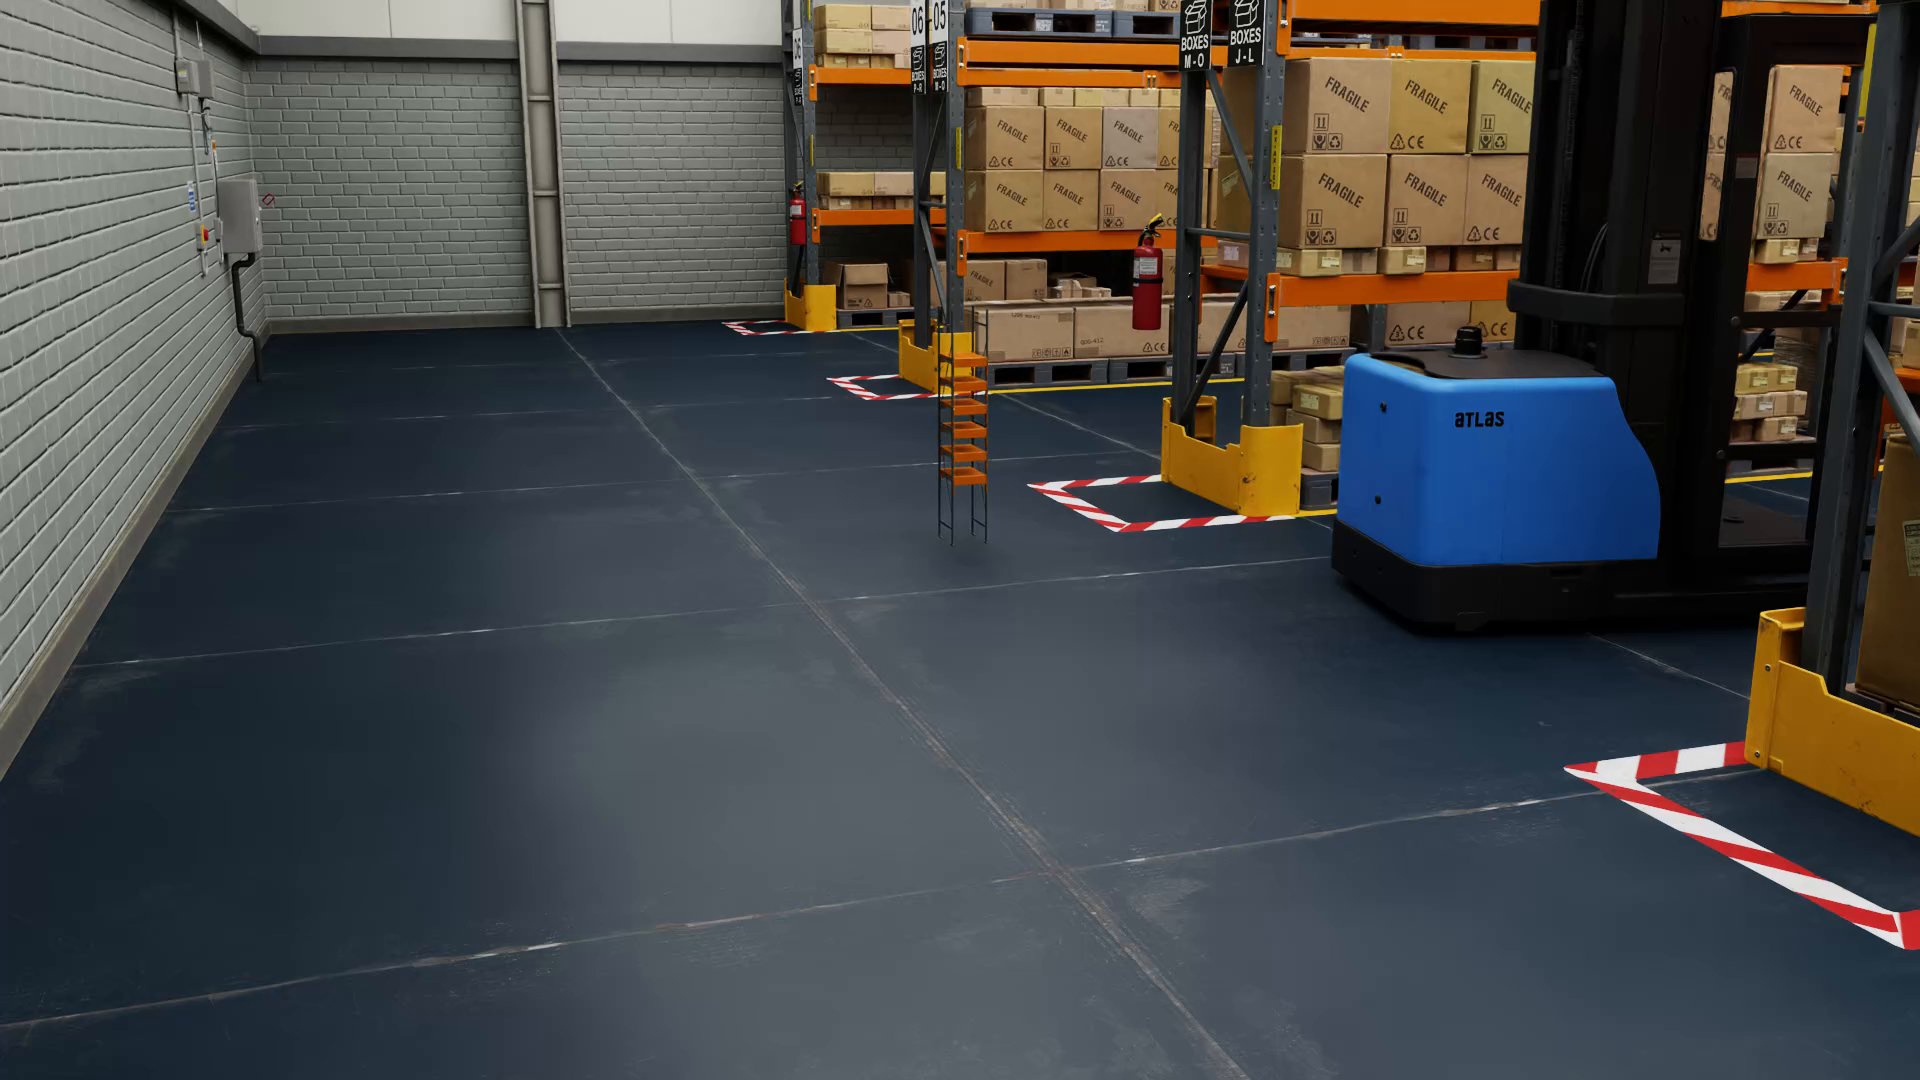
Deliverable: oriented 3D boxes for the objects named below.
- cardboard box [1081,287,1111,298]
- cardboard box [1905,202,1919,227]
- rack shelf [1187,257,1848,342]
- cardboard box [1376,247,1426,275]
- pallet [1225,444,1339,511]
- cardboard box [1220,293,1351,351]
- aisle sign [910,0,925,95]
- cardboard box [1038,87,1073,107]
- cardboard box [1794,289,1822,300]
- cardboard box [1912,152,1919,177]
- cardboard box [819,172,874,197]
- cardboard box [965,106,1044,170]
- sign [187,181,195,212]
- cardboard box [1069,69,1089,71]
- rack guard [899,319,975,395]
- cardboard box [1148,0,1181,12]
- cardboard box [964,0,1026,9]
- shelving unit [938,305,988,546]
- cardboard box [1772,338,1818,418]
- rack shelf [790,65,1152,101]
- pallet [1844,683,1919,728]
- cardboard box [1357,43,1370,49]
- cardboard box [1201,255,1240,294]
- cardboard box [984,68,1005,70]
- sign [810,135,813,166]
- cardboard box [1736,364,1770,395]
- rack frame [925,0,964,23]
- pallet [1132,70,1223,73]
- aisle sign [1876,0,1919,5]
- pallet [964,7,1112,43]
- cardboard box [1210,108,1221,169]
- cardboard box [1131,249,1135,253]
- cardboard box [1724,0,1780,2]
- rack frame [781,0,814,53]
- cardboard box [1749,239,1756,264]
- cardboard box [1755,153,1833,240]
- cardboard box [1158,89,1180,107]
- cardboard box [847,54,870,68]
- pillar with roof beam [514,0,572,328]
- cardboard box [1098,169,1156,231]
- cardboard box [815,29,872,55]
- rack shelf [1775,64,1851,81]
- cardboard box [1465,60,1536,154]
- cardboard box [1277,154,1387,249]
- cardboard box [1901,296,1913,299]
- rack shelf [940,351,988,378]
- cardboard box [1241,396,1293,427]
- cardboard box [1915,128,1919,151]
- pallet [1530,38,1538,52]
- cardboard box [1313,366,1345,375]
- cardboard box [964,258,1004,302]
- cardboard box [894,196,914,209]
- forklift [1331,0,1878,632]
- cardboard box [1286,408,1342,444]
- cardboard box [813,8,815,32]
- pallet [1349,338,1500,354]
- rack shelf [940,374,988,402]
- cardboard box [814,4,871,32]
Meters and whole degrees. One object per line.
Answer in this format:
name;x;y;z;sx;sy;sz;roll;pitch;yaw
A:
cardboard box;1.586;-2.888;19.557;0.250;0.149;0.380;-5;14;-20
cardboard box;5.801;-2.020;10.289;0.250;0.149;0.380;-5;14;-21
rack shelf;3.386;-1.512;10.074;4.000;0.370;1.077;-4;14;-18
cardboard box;2.402;-1.581;9.348;0.250;0.149;0.380;-5;14;-20
pallet;2.343;-0.416;9.935;1.213;0.211;1.003;-4;14;-18
cardboard box;2.977;-2.023;15.296;0.875;0.438;0.875;-5;14;-19
aisle sign;-0.351;-4.120;13.865;0.004;0.787;0.394;-4;14;-18
cardboard box;0.749;-3.638;13.677;0.250;0.149;0.380;-4;14;-16
cardboard box;8.633;-2.405;17.043;0.625;0.372;0.950;-5;14;-19
cardboard box;5.801;-2.310;10.221;0.250;0.149;0.380;-4;14;-15
cardboard box;-1.255;-3.927;18.353;0.500;0.250;0.500;-4;14;-18
cardboard box;0.361;-3.301;13.662;0.500;0.500;0.500;-5;14;-19
sign;-5.564;-2.488;12.037;0.001;0.218;0.327;-4;14;-18
cardboard box;1.283;-5.387;18.869;0.250;0.149;0.380;-4;14;-16
rack guard;-0.207;-1.575;14.184;0.348;0.500;1.175;-4;14;-18
cardboard box;1.774;-4.670;13.971;0.500;0.500;0.500;-4;14;-17
cardboard box;0.213;-4.485;13.735;0.500;0.250;0.500;-6;15;-23
shelving unit;0.014;-0.585;8.508;0.189;1.200;0.258;-4;14;-18
cardboard box;5.902;-1.108;11.313;0.500;0.500;0.500;-5;14;-19
rack shelf;0.125;-5.138;18.835;4.000;0.370;1.077;-4;14;-18
pallet;3.709;0.661;5.408;1.213;0.211;1.003;-4;14;-18
cardboard box;4.821;-5.917;20.015;0.250;0.149;0.380;-4;14;-18
cardboard box;3.052;-3.193;20.077;0.500;0.500;0.500;-5;14;-19
cardboard box;0.324;-5.302;18.512;0.250;0.149;0.380;-4;14;-17
sign;-1.598;-4.183;17.878;0.005;0.325;0.100;-4;14;-18
cardboard box;4.798;-1.006;10.357;0.250;0.149;0.380;-4;14;-17
rack frame;-0.184;-5.712;13.208;0.127;3.000;1.000;-4;14;-18
pallet;2.661;-5.577;19.532;1.003;0.211;1.213;-4;14;-18
aisle sign;2.812;-1.945;4.719;0.004;0.787;0.394;-4;14;-18
pallet;0.515;-4.266;13.806;1.213;0.211;1.003;-4;14;-18
cardboard box;2.285;-3.453;14.299;0.500;0.500;0.500;-4;14;-17
cardboard box;2.277;-3.571;20.265;0.250;0.149;0.380;-5;14;-20
cardboard box;4.425;-3.267;9.736;0.500;0.250;0.500;-4;14;-18
rack frame;-1.771;-6.800;17.784;0.127;3.000;1.000;-4;14;-18
cardboard box;4.603;-1.766;10.127;0.250;0.149;0.380;-4;14;-16
cardboard box;4.913;-2.106;10.154;0.500;0.500;0.500;-4;14;-18
cardboard box;1.724;-3.714;13.997;0.250;0.149;0.380;-5;14;-19
cardboard box;-1.155;-5.216;18.150;0.250;0.149;0.380;-4;14;-17
pillar with roof beam;-3.241;-5.854;13.809;0.400;9.000;9.100;-4;14;-18
cardboard box;1.321;-2.891;14.099;0.500;0.500;0.500;-5;14;-18
cardboard box;-1.263;-5.385;18.000;0.500;0.250;0.500;-5;14;-19
rack shelf;9.293;-4.640;16.742;4.000;0.370;1.077;-4;14;-18
cardboard box;2.977;-2.442;9.406;0.500;0.500;0.500;-5;14;-19
cardboard box;2.004;-1.881;9.208;0.500;0.500;0.500;-4;14;-15
cardboard box;6.894;-1.551;11.553;0.500;0.250;0.500;-5;14;-21
rack shelf;0.014;-0.892;8.435;0.180;0.103;0.258;-4;14;-18
cardboard box;1.899;-0.778;10.044;0.250;0.149;0.380;-5;14;-20
cardboard box;9.367;-3.879;16.704;0.500;0.500;0.500;-5;14;-20
pallet;5.746;-4.608;15.461;1.213;0.211;1.003;-4;14;-15
cardboard box;2.373;-0.969;10.203;0.250;0.149;0.380;-5;14;-19
cardboard box;0.194;-2.966;19.122;0.500;0.500;0.500;-4;14;-17
cardboard box;-0.649;-3.784;18.613;0.250;0.149;0.380;-4;14;-16
forklift;3.300;-1.178;7.260;3.031;2.935;1.130;-2;14;-8
cardboard box;2.069;-0.659;9.542;0.250;0.149;0.380;-4;14;-16
cardboard box;-1.439;-5.750;18.451;0.500;0.250;0.500;-5;14;-20
pallet;4.314;-1.805;15.775;1.213;0.211;1.003;-4;14;-18
rack shelf;0.014;-0.775;8.463;0.180;0.103;0.258;-4;14;-18
cardboard box;-1.270;-5.633;17.962;0.500;0.250;0.500;-5;14;-19
